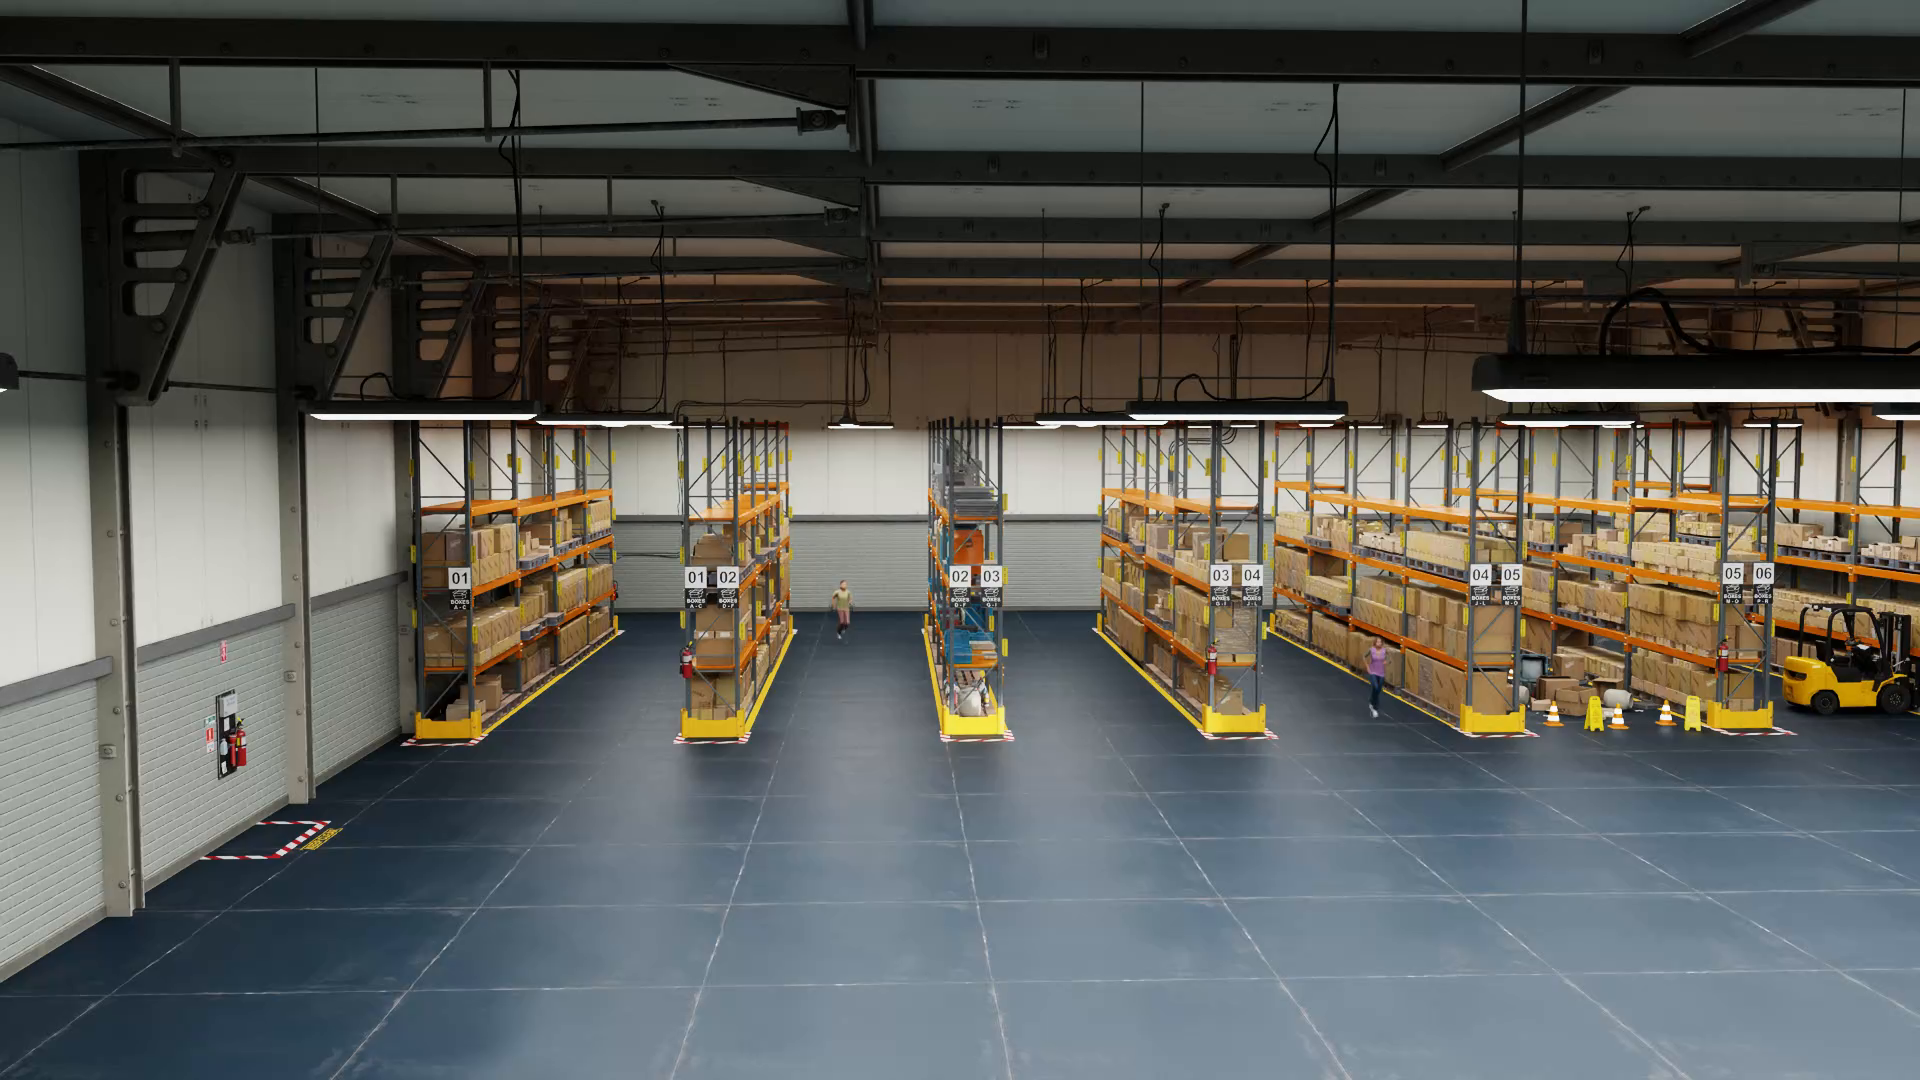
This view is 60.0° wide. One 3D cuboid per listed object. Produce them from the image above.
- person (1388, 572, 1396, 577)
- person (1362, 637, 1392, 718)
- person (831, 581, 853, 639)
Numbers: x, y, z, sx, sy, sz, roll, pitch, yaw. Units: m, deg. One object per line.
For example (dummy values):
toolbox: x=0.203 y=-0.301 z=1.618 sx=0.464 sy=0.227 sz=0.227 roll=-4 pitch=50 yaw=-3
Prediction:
person: x=12.874 y=1.714 z=49.267 sx=0.842 sy=1.632 sz=0.549 roll=0 pitch=4 yaw=3
person: x=8.407 y=2.750 z=33.543 sx=0.512 sy=1.635 sz=0.773 roll=0 pitch=4 yaw=-3
person: x=-3.142 y=1.879 z=44.699 sx=0.557 sy=1.584 sz=0.594 roll=-1 pitch=4 yaw=-20
